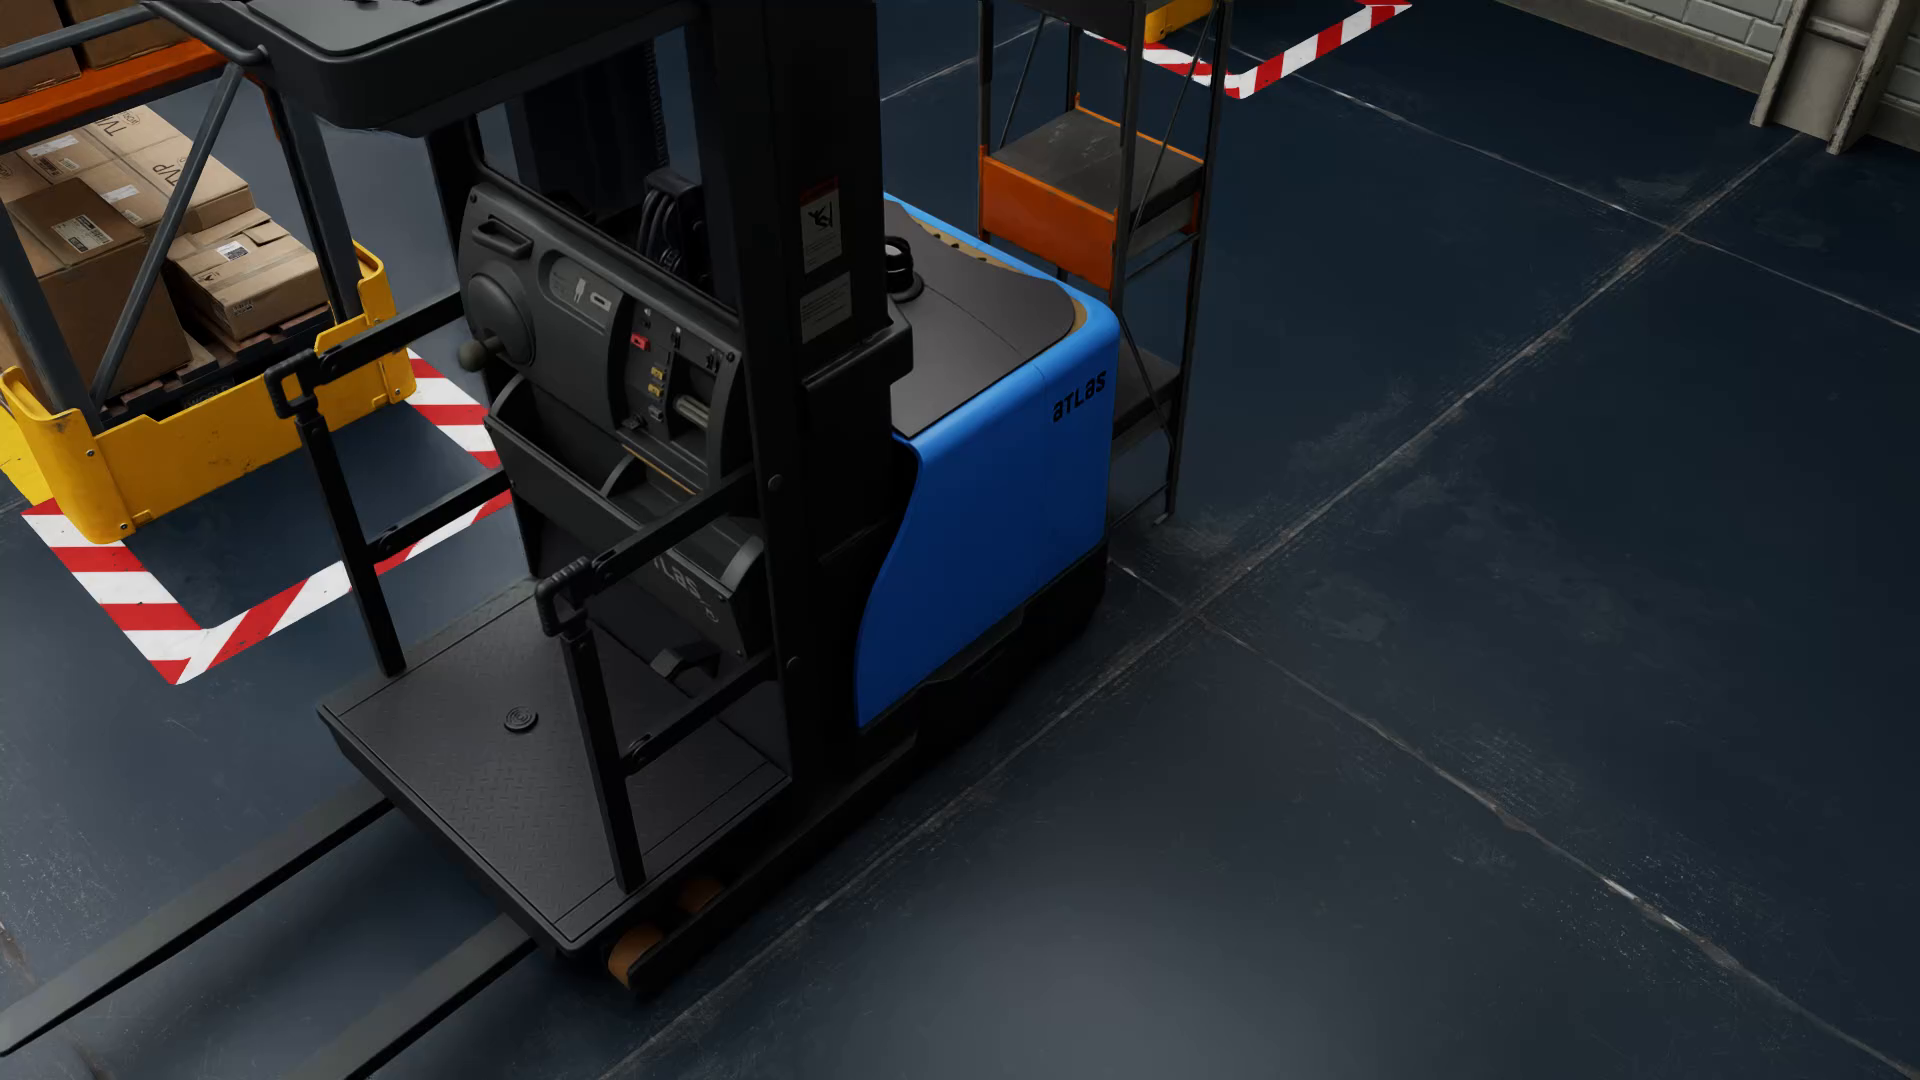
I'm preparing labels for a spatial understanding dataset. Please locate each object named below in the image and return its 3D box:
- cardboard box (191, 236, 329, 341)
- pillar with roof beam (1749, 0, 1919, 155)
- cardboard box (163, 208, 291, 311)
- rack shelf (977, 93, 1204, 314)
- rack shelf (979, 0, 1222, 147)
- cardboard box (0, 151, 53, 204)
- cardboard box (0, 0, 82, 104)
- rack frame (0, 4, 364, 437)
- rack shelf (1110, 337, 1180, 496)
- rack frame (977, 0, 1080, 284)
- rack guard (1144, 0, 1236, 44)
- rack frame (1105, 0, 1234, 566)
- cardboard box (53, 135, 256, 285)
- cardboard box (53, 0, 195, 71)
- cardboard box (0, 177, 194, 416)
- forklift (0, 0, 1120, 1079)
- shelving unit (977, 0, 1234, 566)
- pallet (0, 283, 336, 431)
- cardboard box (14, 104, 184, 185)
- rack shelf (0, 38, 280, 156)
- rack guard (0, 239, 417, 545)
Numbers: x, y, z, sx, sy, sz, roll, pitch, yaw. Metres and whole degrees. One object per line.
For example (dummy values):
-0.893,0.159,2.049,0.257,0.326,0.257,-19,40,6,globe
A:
-2.409,-0.875,5.763,0.380,0.149,0.250,-34,53,-31,cardboard box
0.619,-3.028,1.896,9.100,9.000,0.400,-34,53,-31,pillar with roof beam
-2.586,-1.002,5.888,0.380,0.166,0.250,-34,53,-31,cardboard box
0.368,-0.866,4.660,0.480,0.518,0.431,32,52,30,rack shelf
0.368,-1.380,4.185,0.480,0.518,0.431,32,52,30,rack shelf
-3.565,-1.161,5.998,0.500,0.250,0.500,-34,53,-31,cardboard box
-2.866,-1.516,4.607,0.500,0.500,0.500,-32,52,-30,cardboard box
-2.357,-1.395,4.549,1.000,3.000,0.127,-34,53,-31,rack frame
0.368,-0.351,5.135,0.480,0.518,0.431,32,52,30,rack shelf
0.190,-0.989,4.773,0.015,2.100,0.400,32,52,30,rack frame
1.165,-2.841,7.956,1.175,0.500,0.348,-34,53,-31,rack guard
0.546,-0.762,4.528,0.015,2.100,0.400,32,52,30,rack frame
-2.893,-1.184,6.023,0.500,0.250,0.500,-34,53,-31,cardboard box
-2.484,-1.771,4.883,0.500,0.500,0.500,-33,52,-30,cardboard box
-2.915,-0.782,5.403,0.500,0.500,0.500,-34,53,-31,cardboard box
-0.941,-0.375,3.496,1.130,2.935,3.031,32,52,30,forklift
0.368,-0.876,4.650,0.503,2.100,0.431,32,52,30,shelving unit
-2.974,-0.790,5.949,1.003,0.211,1.213,-34,53,-31,pallet
-3.246,-1.424,6.283,0.500,0.250,0.500,-34,53,-31,cardboard box
-3.769,-2.092,5.833,1.077,0.370,4.000,-34,53,-31,rack shelf
-2.411,-0.513,5.437,1.175,0.500,0.348,-34,53,-31,rack guard
